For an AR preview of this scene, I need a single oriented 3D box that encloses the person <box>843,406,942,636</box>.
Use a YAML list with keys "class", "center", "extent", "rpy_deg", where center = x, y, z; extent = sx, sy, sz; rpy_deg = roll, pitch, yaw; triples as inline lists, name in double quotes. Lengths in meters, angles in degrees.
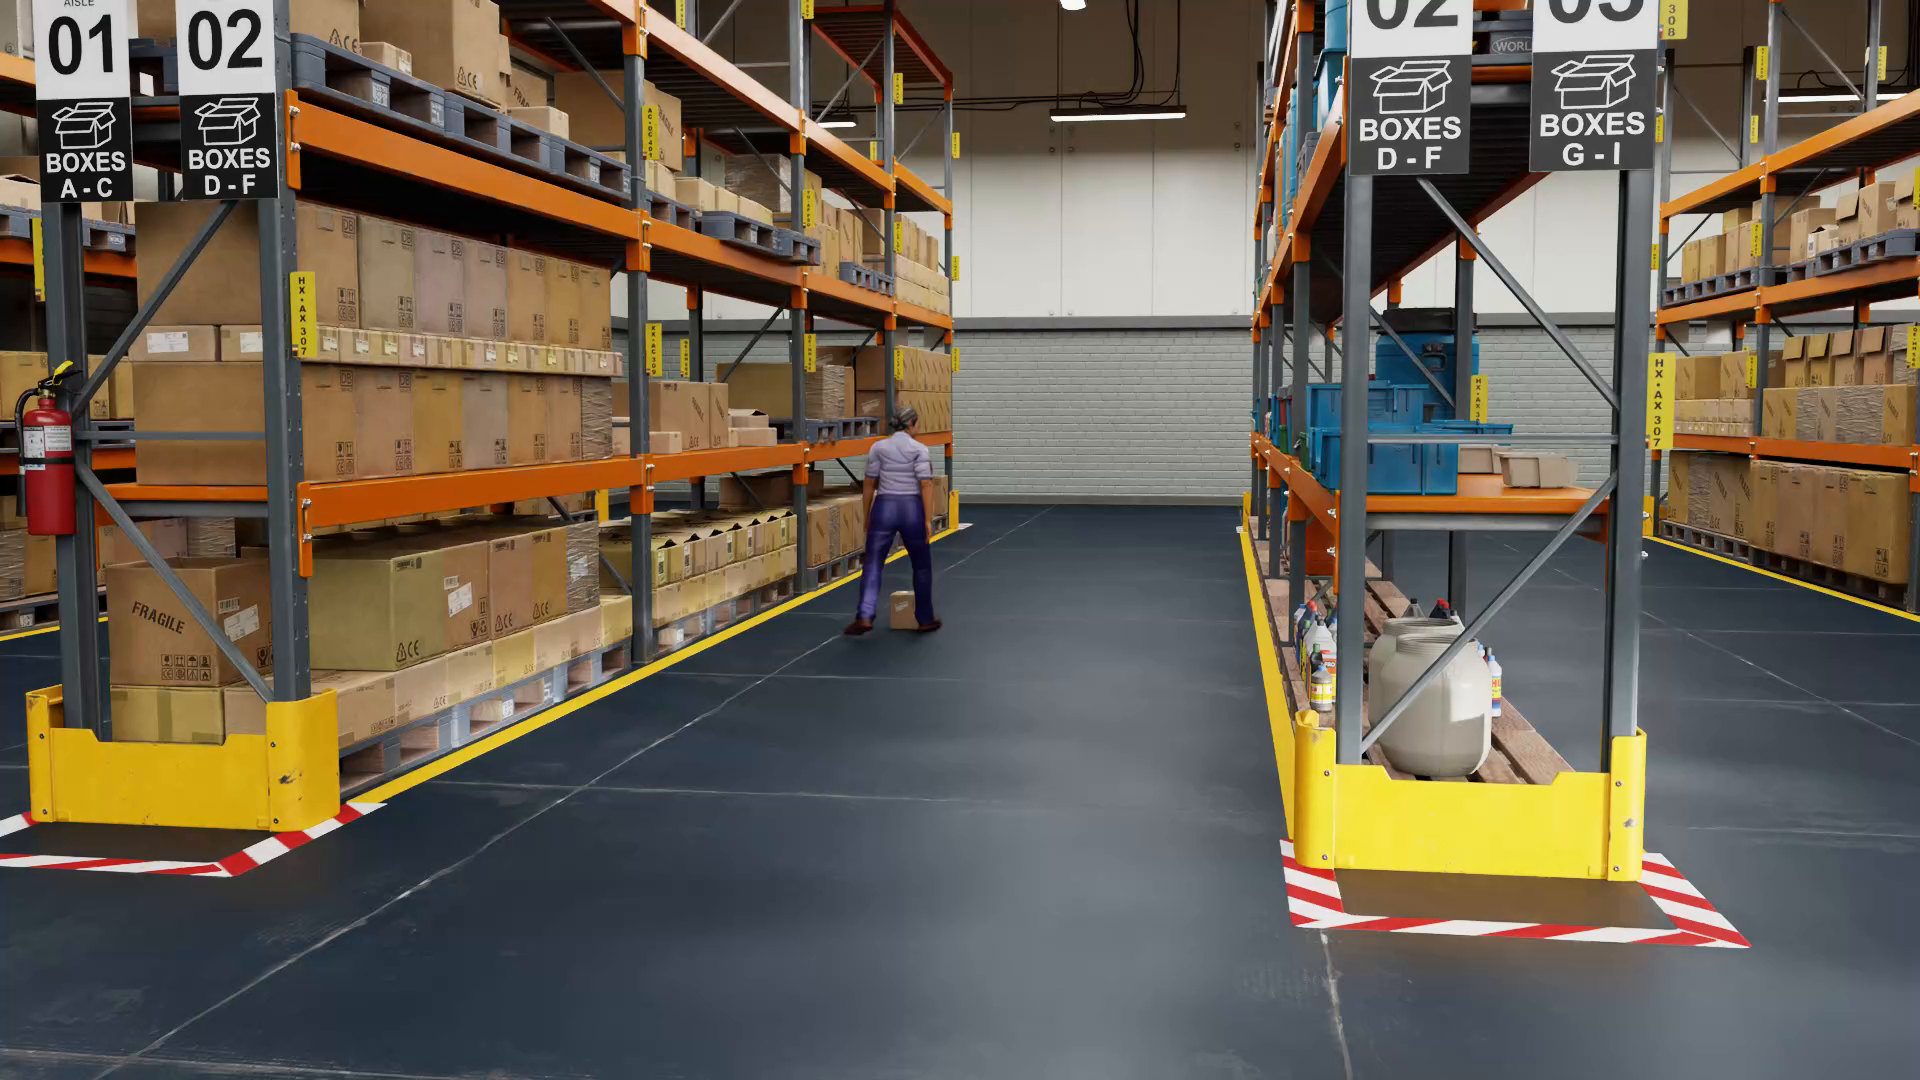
- class: "person"
  center: [-0.479, -0.142, 11.769]
  extent: [0.621, 1.609, 0.912]
  rpy_deg: [0, 5, 5]
